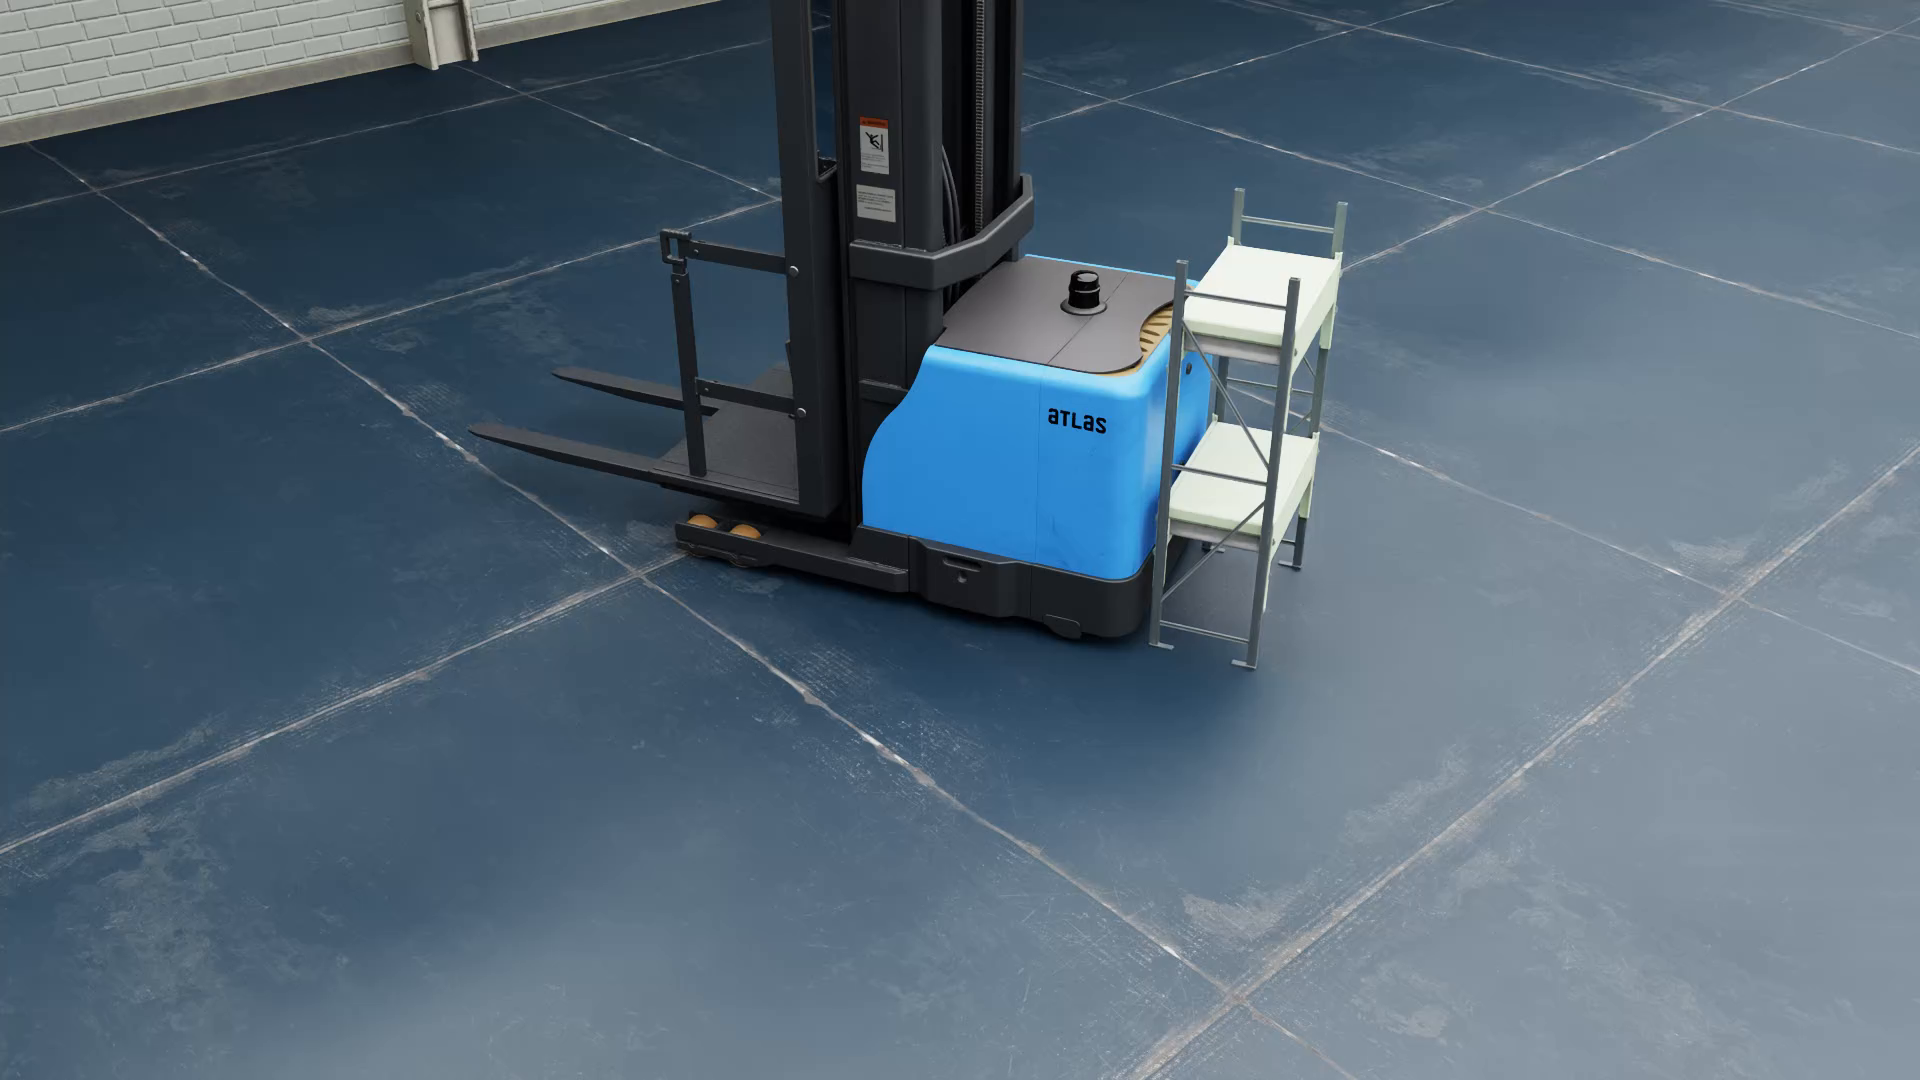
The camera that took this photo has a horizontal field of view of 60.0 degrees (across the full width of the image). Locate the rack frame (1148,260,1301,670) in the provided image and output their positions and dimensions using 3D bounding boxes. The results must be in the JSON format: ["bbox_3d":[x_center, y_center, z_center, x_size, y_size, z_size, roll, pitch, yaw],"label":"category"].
[{"bbox_3d":[0.882,-0.217,5.667,0.400,1.500,0.023,12,34,19],"label":"rack frame"}]

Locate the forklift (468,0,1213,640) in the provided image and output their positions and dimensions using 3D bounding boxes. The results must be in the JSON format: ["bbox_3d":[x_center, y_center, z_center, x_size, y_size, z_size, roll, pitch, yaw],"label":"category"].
[{"bbox_3d":[-0.580,-1.380,6.197,3.031,2.935,1.130,13,34,20],"label":"forklift"}]

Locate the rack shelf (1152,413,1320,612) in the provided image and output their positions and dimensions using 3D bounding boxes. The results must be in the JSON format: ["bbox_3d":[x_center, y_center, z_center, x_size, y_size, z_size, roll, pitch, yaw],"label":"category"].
[{"bbox_3d":[1.023,-0.115,6.126,0.431,0.370,0.720,12,34,19],"label":"rack shelf"}]

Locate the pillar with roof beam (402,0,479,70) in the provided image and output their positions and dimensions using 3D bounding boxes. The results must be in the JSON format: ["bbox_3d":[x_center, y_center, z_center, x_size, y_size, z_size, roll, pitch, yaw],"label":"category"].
[{"bbox_3d":[-1.017,-5.868,7.720,0.400,9.000,9.100,-26,40,-35],"label":"pillar with roof beam"}]

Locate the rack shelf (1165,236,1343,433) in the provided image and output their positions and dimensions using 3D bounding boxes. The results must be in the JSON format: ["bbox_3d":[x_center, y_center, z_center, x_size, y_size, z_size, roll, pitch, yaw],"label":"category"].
[{"bbox_3d":[1.023,-0.726,5.752,0.431,0.370,0.720,12,34,19],"label":"rack shelf"}]

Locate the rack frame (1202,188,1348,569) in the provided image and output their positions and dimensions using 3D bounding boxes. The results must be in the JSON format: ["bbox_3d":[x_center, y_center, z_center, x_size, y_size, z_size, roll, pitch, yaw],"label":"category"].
[{"bbox_3d":[1.163,-0.570,6.244,0.400,1.500,0.023,12,34,19],"label":"rack frame"}]

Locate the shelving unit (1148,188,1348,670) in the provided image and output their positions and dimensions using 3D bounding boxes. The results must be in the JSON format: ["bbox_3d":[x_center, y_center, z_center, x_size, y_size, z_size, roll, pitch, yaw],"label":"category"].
[{"bbox_3d":[1.023,-0.393,5.956,0.431,1.500,0.755,12,34,19],"label":"shelving unit"}]
